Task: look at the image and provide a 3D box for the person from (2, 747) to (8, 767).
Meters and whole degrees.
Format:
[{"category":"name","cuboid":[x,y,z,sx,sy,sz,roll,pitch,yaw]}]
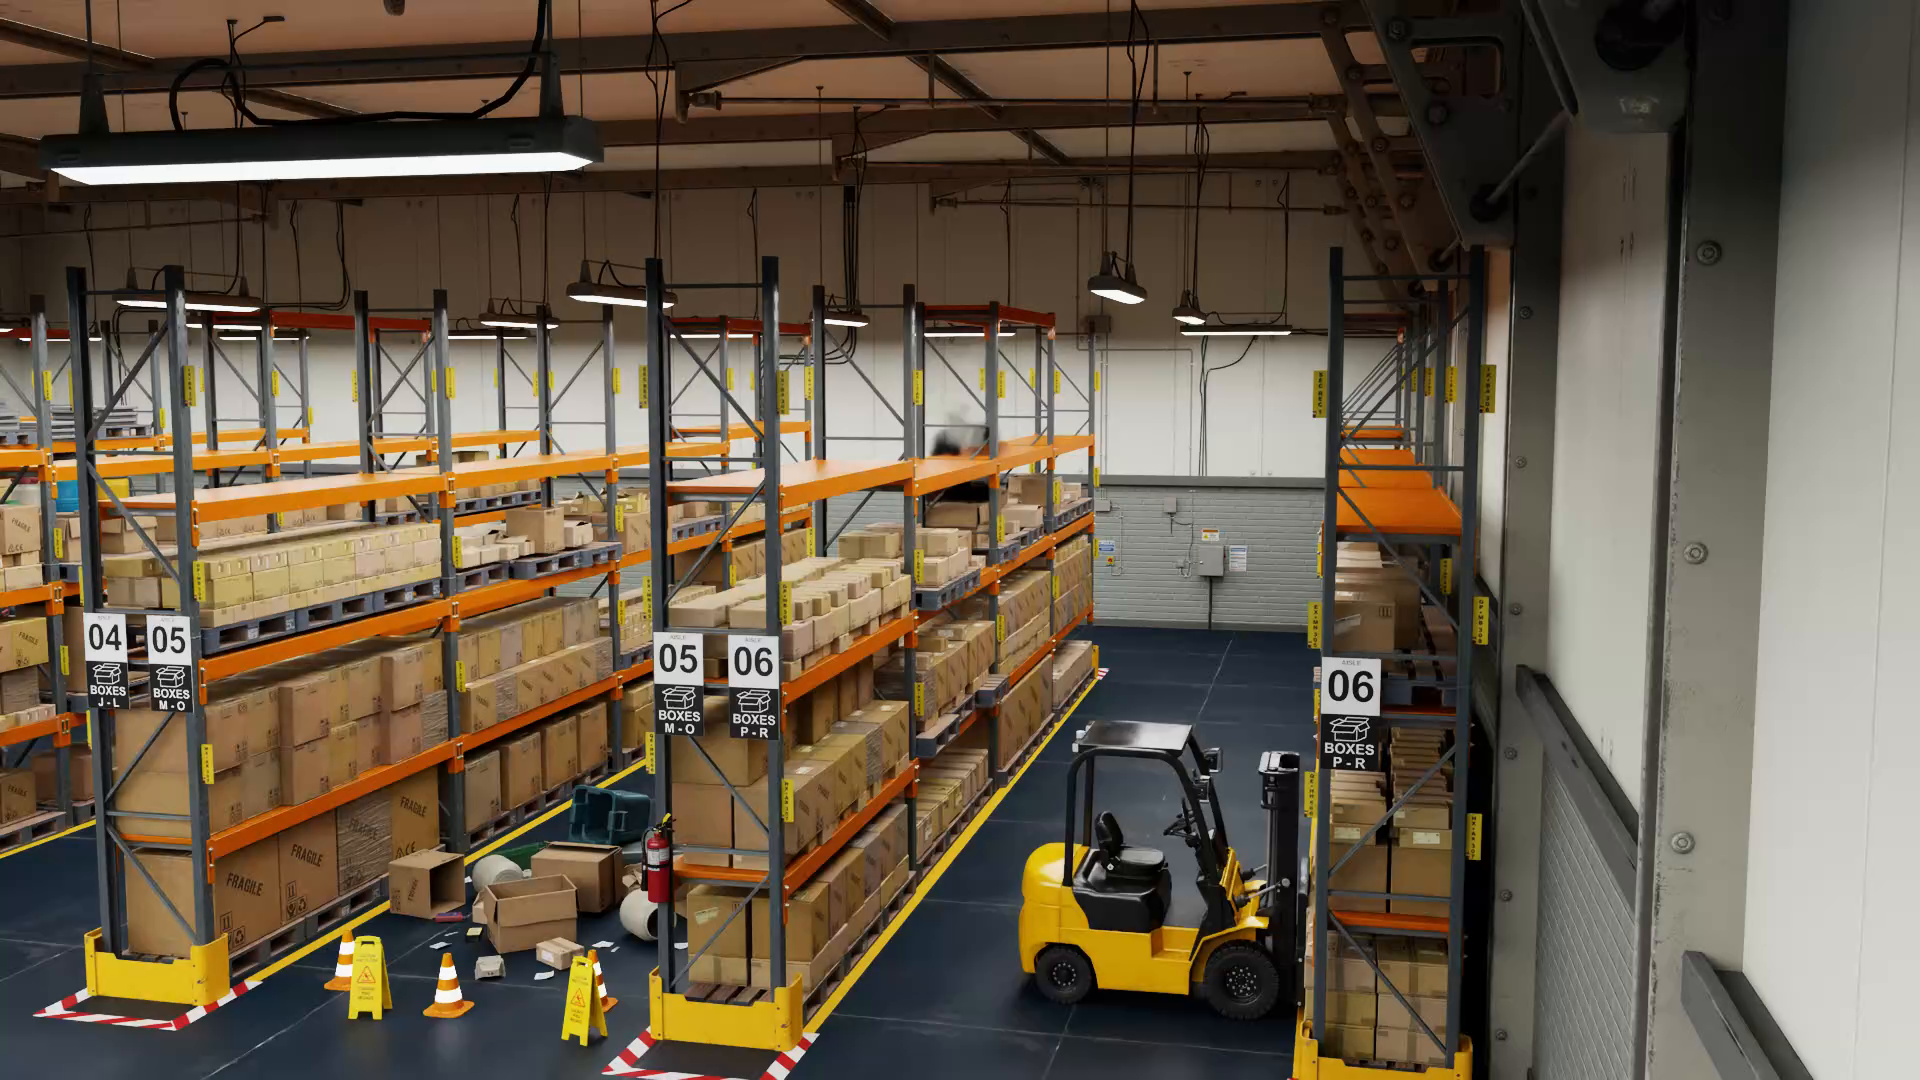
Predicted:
[{"category":"person","cuboid":[-12.089,2.199,20.707,0.700,1.752,0.741,0,6,-1]}]
